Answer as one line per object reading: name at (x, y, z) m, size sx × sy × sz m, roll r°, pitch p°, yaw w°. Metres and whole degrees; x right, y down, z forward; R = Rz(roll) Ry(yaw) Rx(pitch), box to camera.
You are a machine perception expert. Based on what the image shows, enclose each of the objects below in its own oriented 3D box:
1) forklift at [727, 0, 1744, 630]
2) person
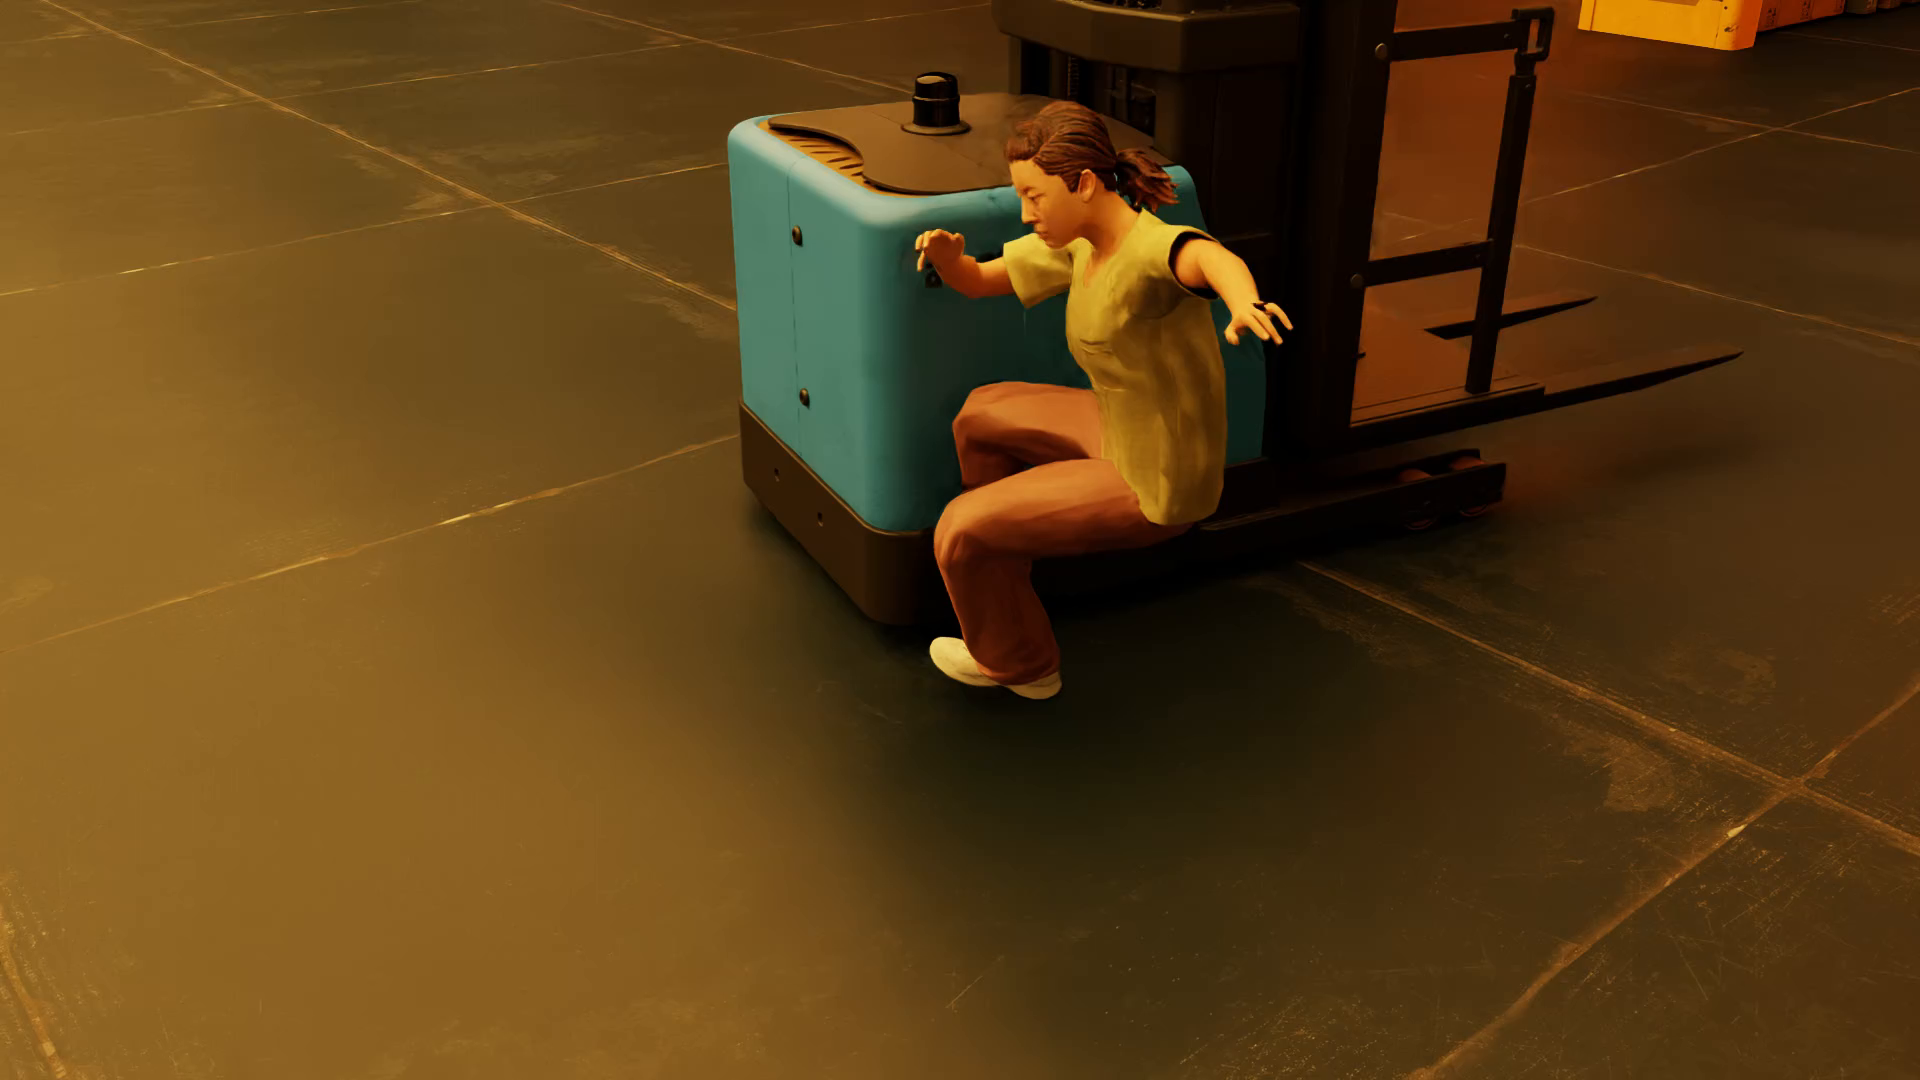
forklift at (0.943, -1.536, 4.300) m, size 3.031 × 2.935 × 1.130 m, roll -12°, pitch 29°, yaw -23°
person at (0.228, -0.179, 3.279) m, size 0.627 × 1.309 × 1.378 m, roll -2°, pitch 26°, yaw -5°
